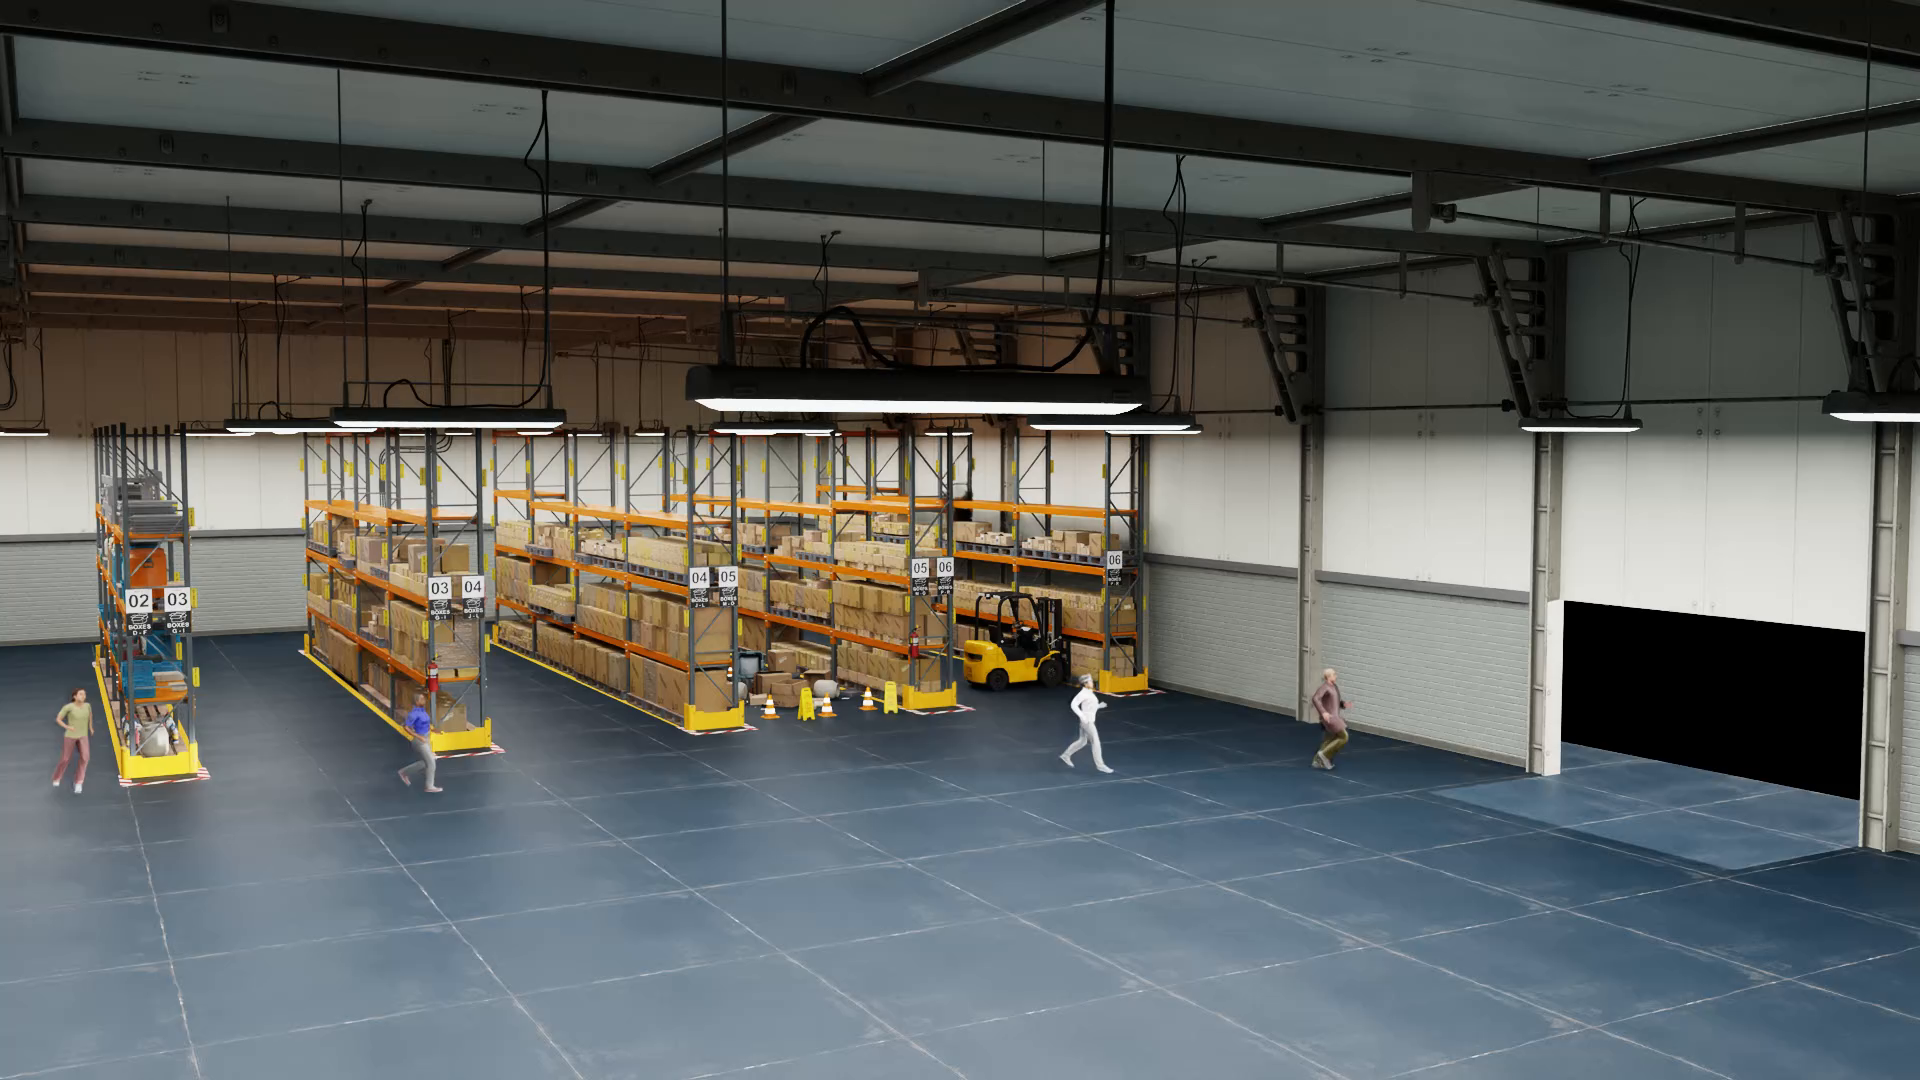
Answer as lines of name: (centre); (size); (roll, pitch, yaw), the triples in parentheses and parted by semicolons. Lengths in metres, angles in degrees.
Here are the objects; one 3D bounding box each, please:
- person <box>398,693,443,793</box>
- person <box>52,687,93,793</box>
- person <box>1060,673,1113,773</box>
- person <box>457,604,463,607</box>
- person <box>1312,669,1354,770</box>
person: (-8.760, 3.282, 26.925); (0.730, 1.614, 0.585); (0, 3, 1)
person: (-14.461, 3.253, 27.214); (0.756, 1.688, 0.651); (3, 5, 41)
person: (2.189, 3.124, 28.528); (0.902, 1.689, 0.607); (1, 4, 11)
person: (-14.151, 2.065, 47.084); (0.779, 1.664, 0.746); (2, 4, 25)
person: (6.440, 3.097, 28.722); (0.712, 1.747, 0.685); (1, 4, 20)
